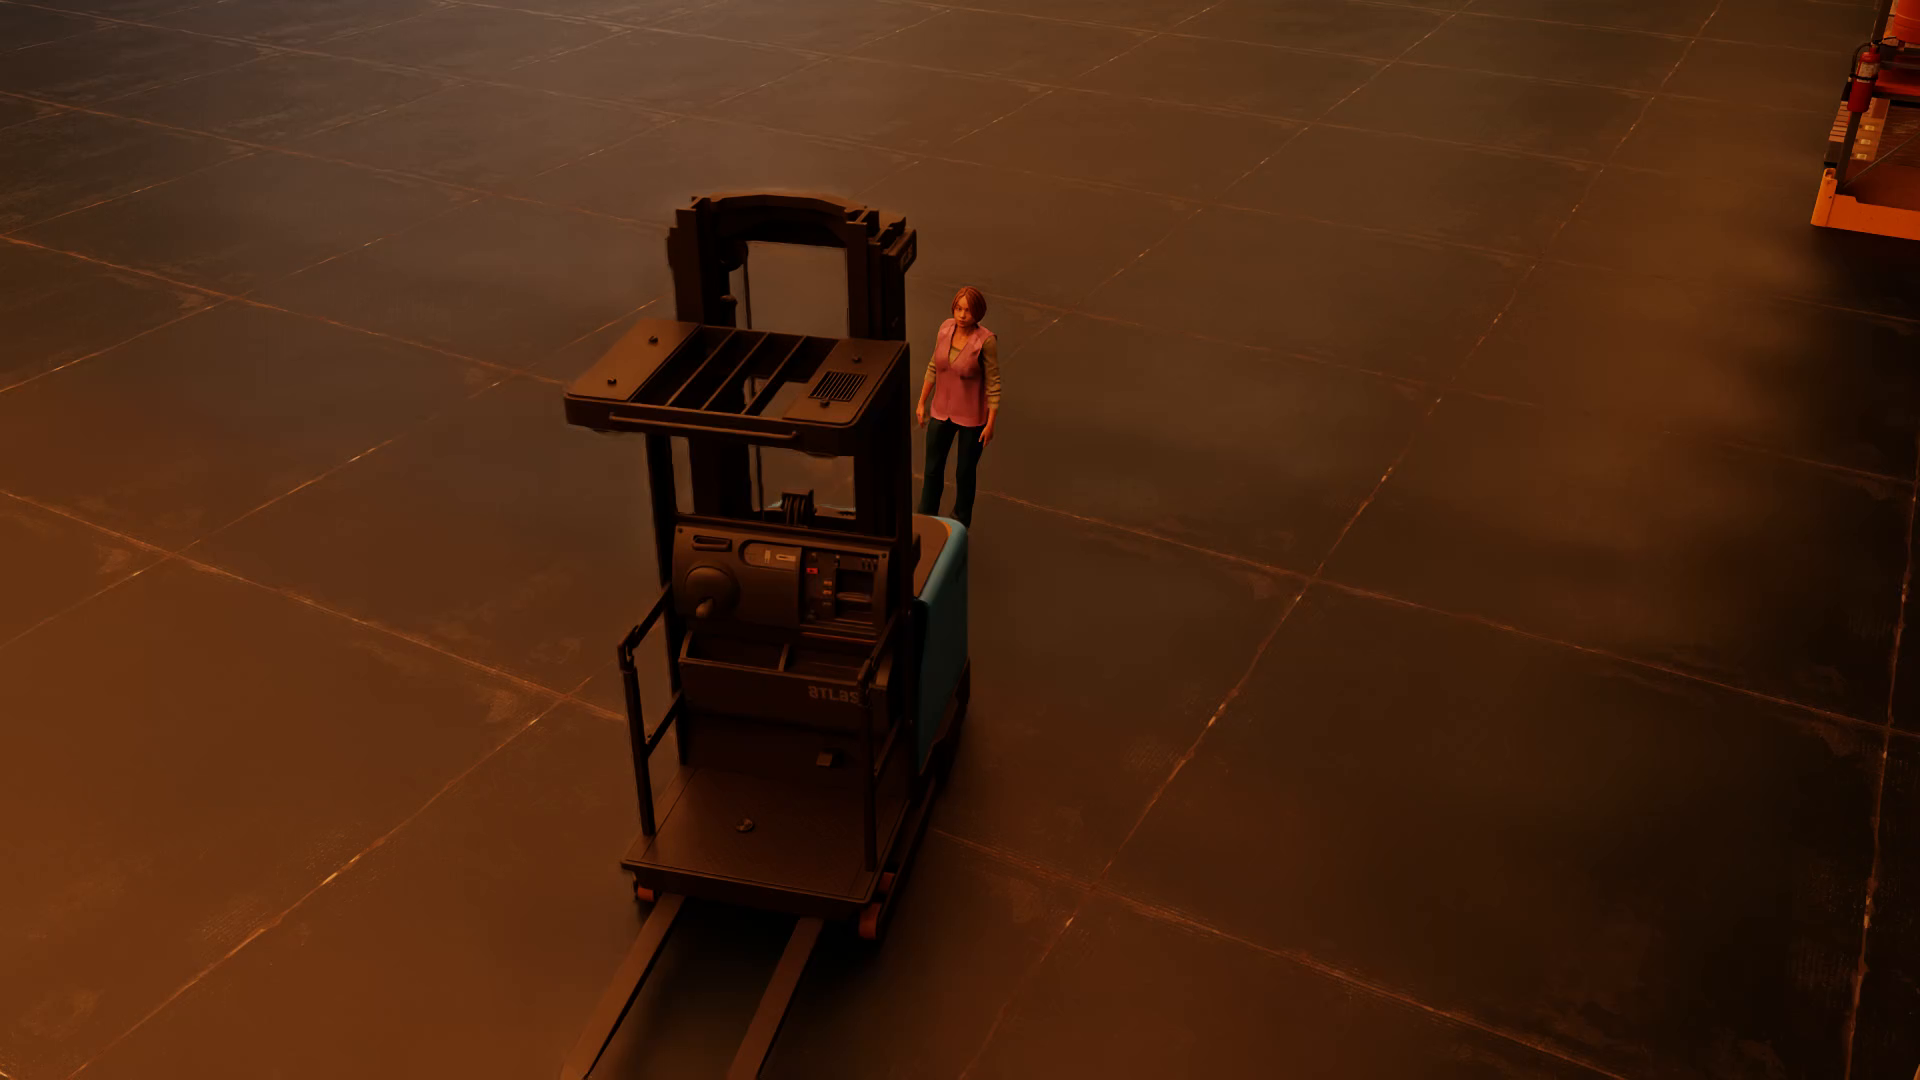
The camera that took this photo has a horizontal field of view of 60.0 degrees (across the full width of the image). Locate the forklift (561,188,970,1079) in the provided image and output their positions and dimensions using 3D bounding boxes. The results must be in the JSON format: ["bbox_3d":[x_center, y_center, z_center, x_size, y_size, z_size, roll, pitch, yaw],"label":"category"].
[{"bbox_3d":[-0.790,0.219,6.692,1.130,2.935,3.031,7,31,12],"label":"forklift"}]

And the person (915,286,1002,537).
[{"bbox_3d":[-0.048,-0.668,9.549,0.521,1.599,0.473,15,33,25],"label":"person"}]
